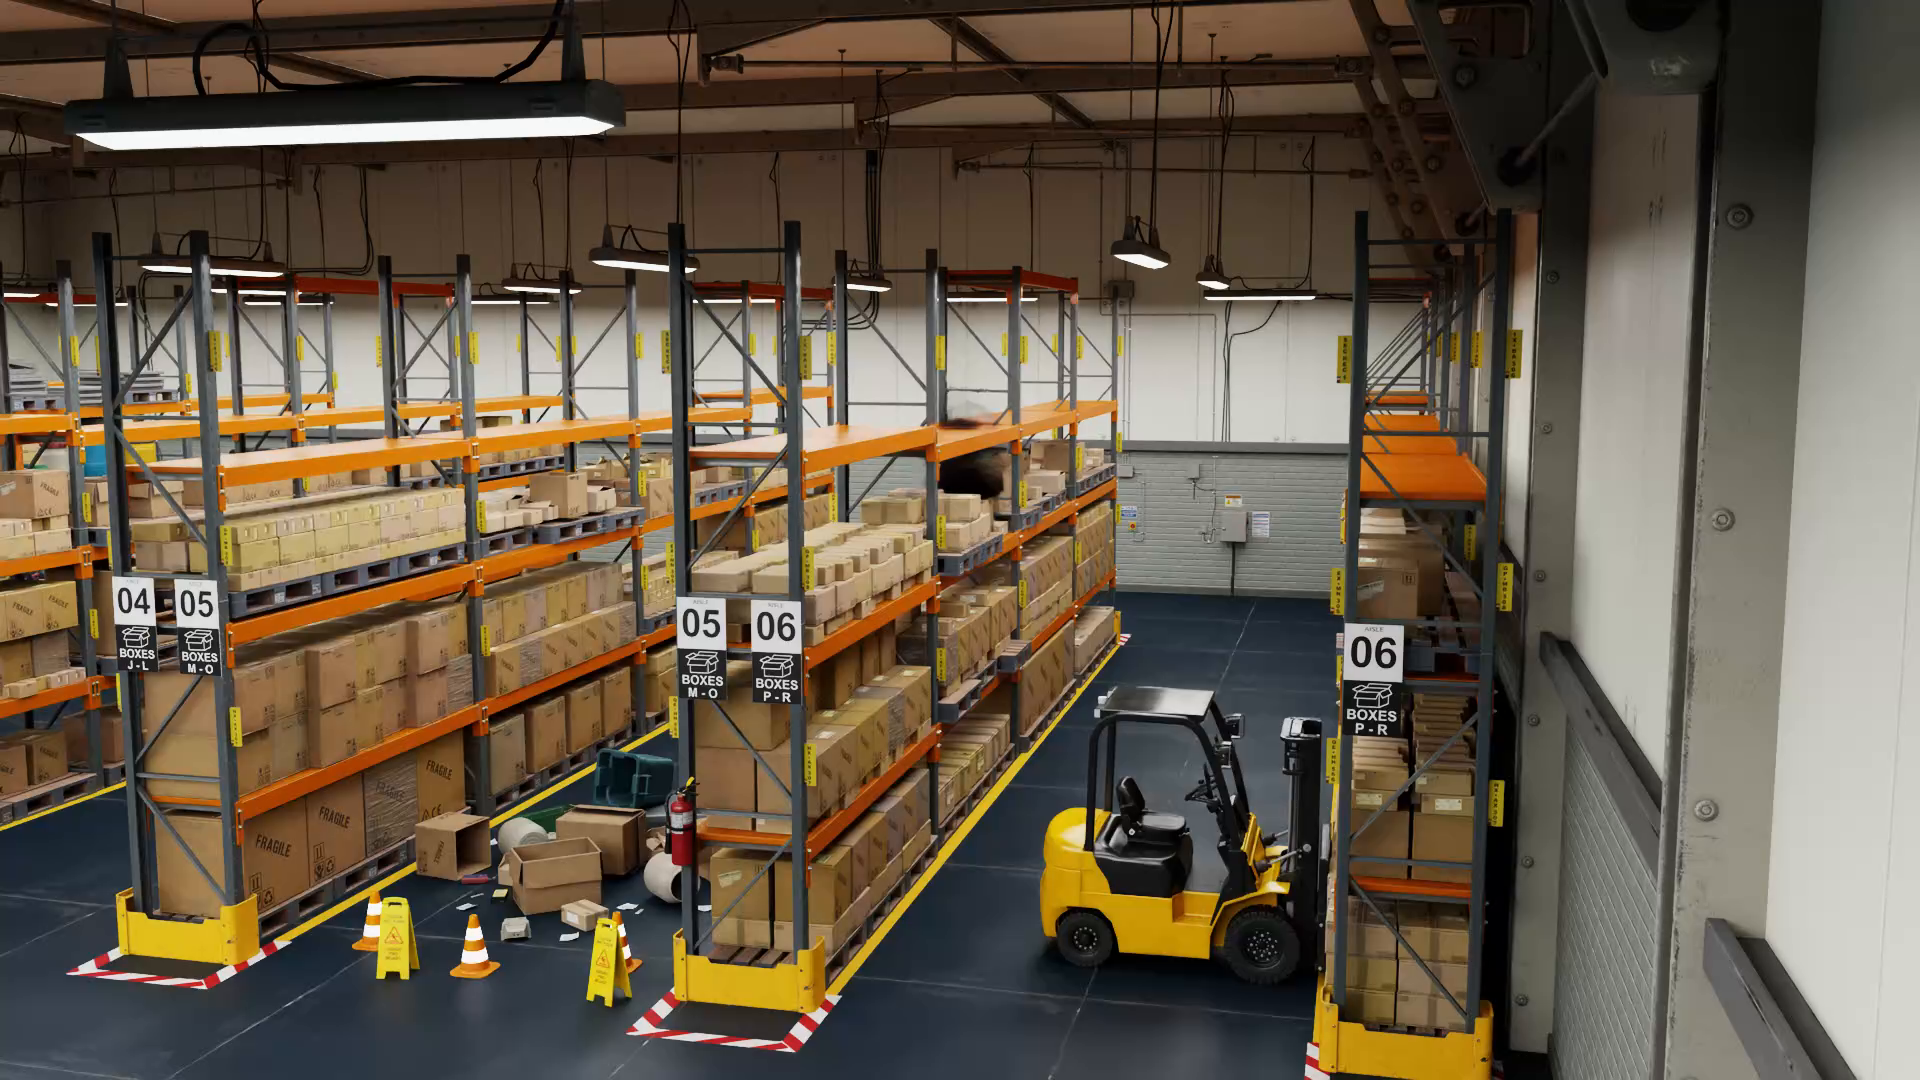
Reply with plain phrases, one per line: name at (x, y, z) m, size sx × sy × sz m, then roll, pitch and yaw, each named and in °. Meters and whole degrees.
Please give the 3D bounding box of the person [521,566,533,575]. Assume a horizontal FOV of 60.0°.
person at (-6.731, 1.221, 25.910) m, size 0.521 × 1.647 × 0.733 m, roll 0°, pitch 7°, yaw 4°
